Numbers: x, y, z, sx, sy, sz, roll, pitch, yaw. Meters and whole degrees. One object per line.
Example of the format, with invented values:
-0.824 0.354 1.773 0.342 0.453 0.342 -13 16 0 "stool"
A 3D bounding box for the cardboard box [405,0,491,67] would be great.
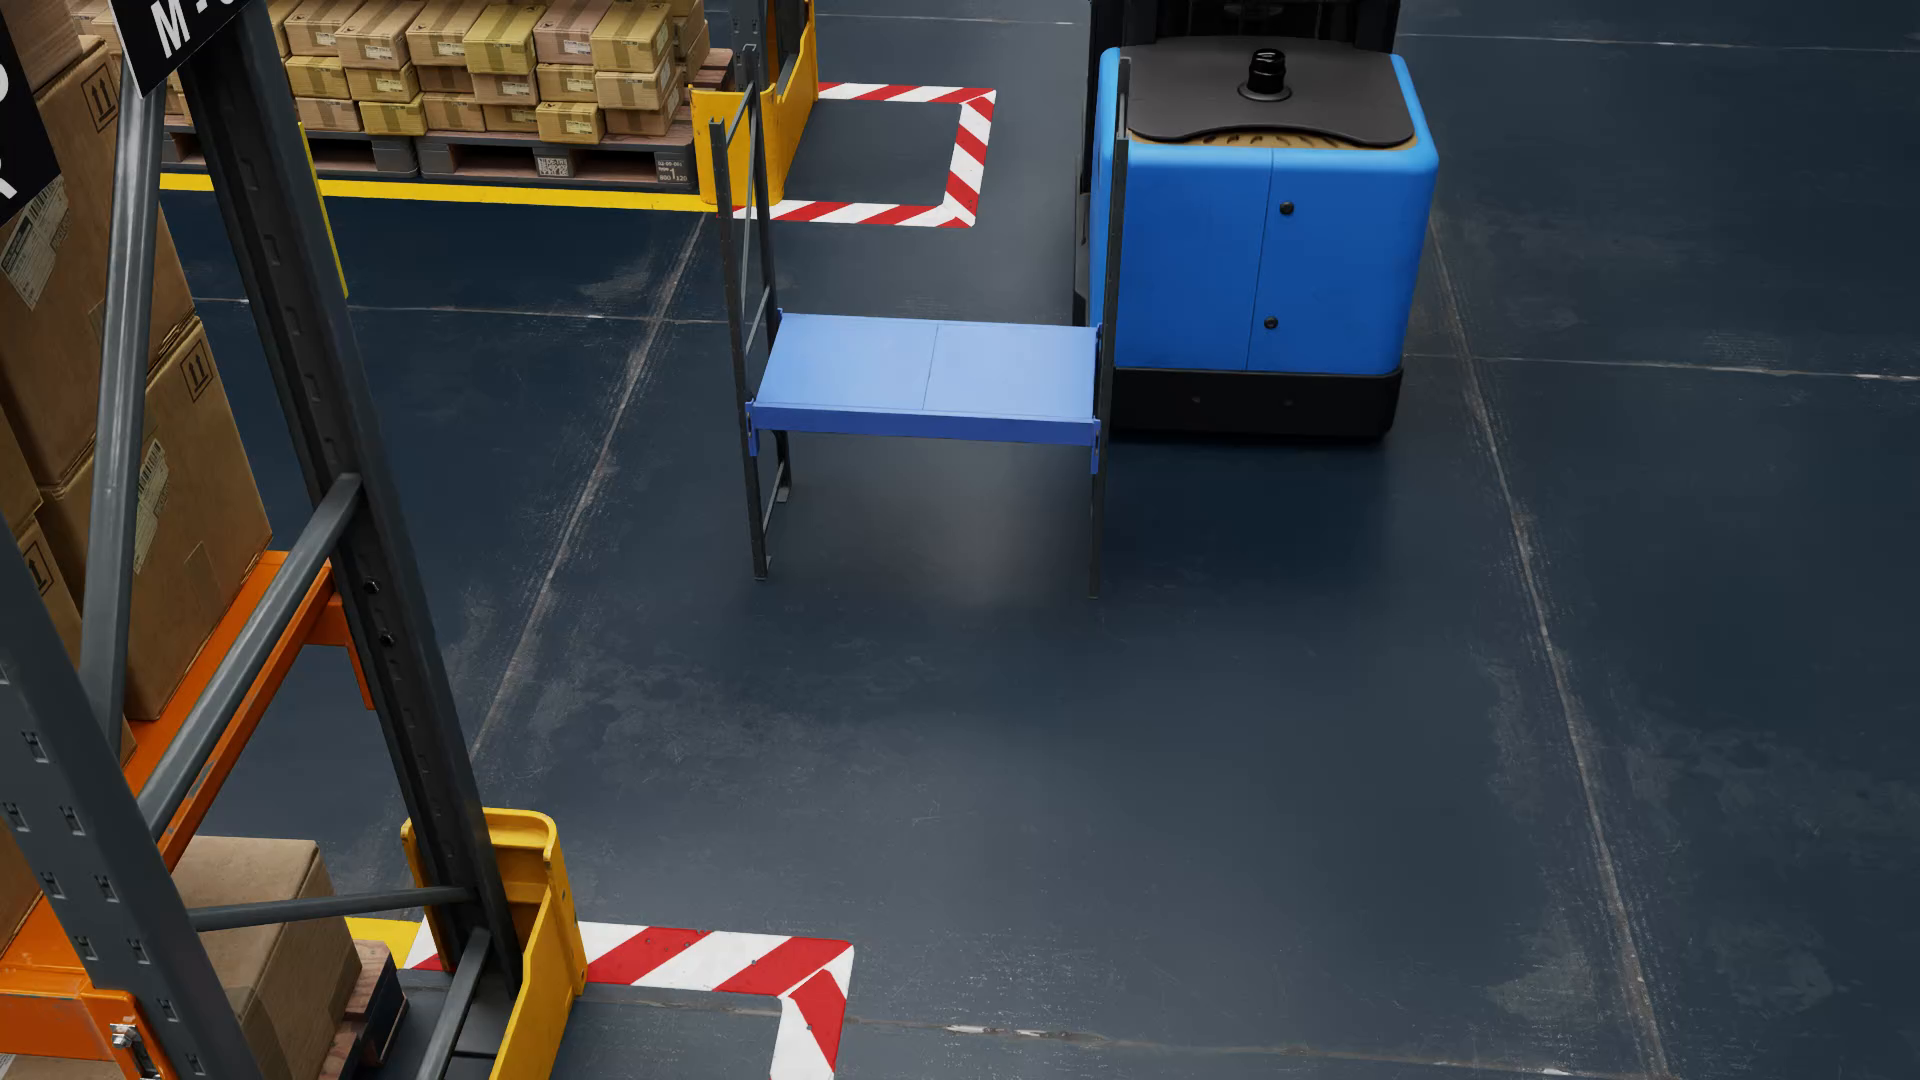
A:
-2.120 -2.122 6.936 0.250 0.149 0.380 2 39 2 "cardboard box"

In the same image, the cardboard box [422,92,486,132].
-2.114 -1.906 7.141 0.250 0.149 0.380 4 39 4 "cardboard box"

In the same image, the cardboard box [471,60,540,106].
-1.872 -1.976 6.991 0.250 0.149 0.380 2 39 2 "cardboard box"

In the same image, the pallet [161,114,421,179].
-2.898 -1.984 7.520 1.213 0.211 1.003 3 39 4 "pallet"

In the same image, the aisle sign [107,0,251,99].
-1.034 -0.995 2.037 0.004 0.787 0.394 3 39 4 "aisle sign"

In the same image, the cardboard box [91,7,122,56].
-3.430 -2.183 7.011 0.250 0.149 0.380 4 39 5 "cardboard box"

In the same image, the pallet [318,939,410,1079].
-1.934 1.279 3.512 1.213 0.211 1.003 3 39 4 "pallet"

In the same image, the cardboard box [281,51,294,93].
-2.920 -2.019 7.045 0.250 0.149 0.380 4 39 4 "cardboard box"

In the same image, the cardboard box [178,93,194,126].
-3.158 -1.935 7.177 0.250 0.149 0.380 2 39 3 "cardboard box"

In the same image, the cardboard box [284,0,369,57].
-2.645 -2.186 7.014 0.250 0.149 0.380 2 39 2 "cardboard box"

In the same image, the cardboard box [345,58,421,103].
-2.389 -1.996 7.016 0.250 0.149 0.380 4 39 5 "cardboard box"

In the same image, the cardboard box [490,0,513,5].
-2.076 -2.452 7.341 0.250 0.149 0.380 1 39 2 "cardboard box"

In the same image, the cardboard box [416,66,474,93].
-2.131 -2.055 7.089 0.250 0.149 0.380 3 39 3 "cardboard box"

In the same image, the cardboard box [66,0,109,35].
-3.676 -2.249 7.091 0.250 0.149 0.380 2 39 3 "cardboard box"

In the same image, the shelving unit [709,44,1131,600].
-0.085 -0.586 4.782 1.048 1.500 0.538 3 39 4 "shelving unit"

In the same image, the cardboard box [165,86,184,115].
-3.408 -2.010 7.269 0.250 0.149 0.380 2 39 2 "cardboard box"

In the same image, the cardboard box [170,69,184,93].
-3.163 -2.049 7.081 0.250 0.149 0.380 3 39 3 "cardboard box"

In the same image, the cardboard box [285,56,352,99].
-2.643 -2.022 7.048 0.250 0.149 0.380 5 39 6 "cardboard box"

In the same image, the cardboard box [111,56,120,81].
-3.681 -2.132 7.183 0.250 0.149 0.380 1 39 2 "cardboard box"

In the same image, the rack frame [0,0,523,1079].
-1.130 0.192 2.638 0.127 3.000 1.000 3 39 4 "rack frame"

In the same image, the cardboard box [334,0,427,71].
-2.392 -2.102 6.911 0.250 0.149 0.380 5 39 6 "cardboard box"

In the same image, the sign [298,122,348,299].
-1.076 -0.523 2.768 0.005 0.325 0.100 3 39 4 "sign"

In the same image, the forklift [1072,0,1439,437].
1.027 -2.393 5.869 1.130 2.935 3.031 2 39 3 "forklift"

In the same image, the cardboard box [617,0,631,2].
-1.582 -2.396 7.272 0.250 0.149 0.380 4 39 5 "cardboard box"

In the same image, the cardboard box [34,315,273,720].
-1.584 -0.054 2.861 0.500 0.500 0.500 3 39 3 "cardboard box"

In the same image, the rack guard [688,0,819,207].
-0.880 -1.962 7.264 0.348 0.500 1.175 3 39 4 "rack guard"

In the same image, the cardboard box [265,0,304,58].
-2.909 -2.182 7.010 0.250 0.149 0.380 3 39 4 "cardboard box"

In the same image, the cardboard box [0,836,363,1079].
-1.796 1.050 3.281 0.875 0.438 0.875 2 39 2 "cardboard box"

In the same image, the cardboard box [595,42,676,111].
-1.354 -1.949 6.958 0.250 0.149 0.380 2 39 3 "cardboard box"

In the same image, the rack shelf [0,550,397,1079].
-3.123 0.362 2.999 4.000 0.370 1.077 3 39 4 "rack shelf"

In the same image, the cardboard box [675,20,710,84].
-1.298 -2.214 7.520 0.250 0.149 0.380 4 39 5 "cardboard box"

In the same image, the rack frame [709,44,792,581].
-0.591 -0.614 4.816 0.032 1.500 0.500 3 39 4 "rack frame"

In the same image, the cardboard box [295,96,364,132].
-2.644 -1.908 7.143 0.250 0.149 0.380 4 39 5 "cardboard box"

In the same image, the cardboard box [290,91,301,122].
-2.890 -1.969 7.218 0.250 0.149 0.380 4 39 5 "cardboard box"

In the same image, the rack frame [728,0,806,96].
-0.804 -2.927 6.470 0.127 3.000 1.000 3 39 4 "rack frame"

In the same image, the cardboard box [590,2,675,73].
-1.353 -2.084 6.889 0.250 0.149 0.380 4 39 4 "cardboard box"

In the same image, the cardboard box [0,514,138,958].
-1.634 0.293 2.434 0.500 0.500 0.500 3 39 4 "cardboard box"

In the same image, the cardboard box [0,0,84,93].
-1.460 -0.680 2.324 0.250 0.149 0.380 4 39 5 "cardboard box"

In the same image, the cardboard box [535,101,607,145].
-1.611 -1.832 7.050 0.250 0.149 0.380 4 39 5 "cardboard box"

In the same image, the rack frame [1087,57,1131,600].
0.421 -0.559 4.748 0.032 1.500 0.500 3 39 4 "rack frame"

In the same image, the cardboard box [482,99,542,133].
-1.867 -1.900 7.134 0.250 0.149 0.380 3 39 4 "cardboard box"

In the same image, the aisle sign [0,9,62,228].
-1.085 -0.618 1.573 0.004 0.787 0.394 3 39 4 "aisle sign"

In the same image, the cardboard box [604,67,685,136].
-1.346 -1.882 7.111 0.250 0.149 0.380 4 39 5 "cardboard box"

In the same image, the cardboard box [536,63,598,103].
-1.610 -1.997 7.017 0.250 0.149 0.380 2 39 3 "cardboard box"

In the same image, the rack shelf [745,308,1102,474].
-0.085 -0.447 4.896 1.000 0.185 0.538 3 39 4 "rack shelf"

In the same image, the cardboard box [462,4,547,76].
-1.867 -2.068 6.869 0.250 0.149 0.380 2 39 3 "cardboard box"

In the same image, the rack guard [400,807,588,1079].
-1.106 1.163 3.426 0.348 0.500 1.175 3 39 4 "rack guard"

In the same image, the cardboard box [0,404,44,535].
-1.631 -0.111 2.139 0.500 0.500 0.500 4 39 5 "cardboard box"

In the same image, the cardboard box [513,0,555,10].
-1.821 -2.491 7.388 0.250 0.149 0.380 3 39 4 "cardboard box"

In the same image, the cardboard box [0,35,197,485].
-1.584 -0.440 2.543 0.500 0.500 0.500 2 39 3 "cardboard box"

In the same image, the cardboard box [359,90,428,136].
-2.374 -1.880 7.109 0.250 0.149 0.380 1 39 2 "cardboard box"

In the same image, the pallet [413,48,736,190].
-1.686 -1.916 7.437 1.213 0.211 1.003 3 39 4 "pallet"

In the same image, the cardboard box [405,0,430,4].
-2.351 -2.473 7.367 0.250 0.149 0.380 5 39 6 "cardboard box"

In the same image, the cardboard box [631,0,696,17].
-1.297 -2.457 7.347 0.250 0.149 0.380 1 39 2 "cardboard box"

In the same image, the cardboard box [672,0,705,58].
-1.304 -2.289 7.377 0.250 0.149 0.380 5 39 6 "cardboard box"

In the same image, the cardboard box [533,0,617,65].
-1.598 -2.134 6.950 0.250 0.149 0.380 4 39 5 "cardboard box"

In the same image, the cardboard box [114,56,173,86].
-3.409 -2.102 7.146 0.250 0.149 0.380 5 39 6 "cardboard box"
